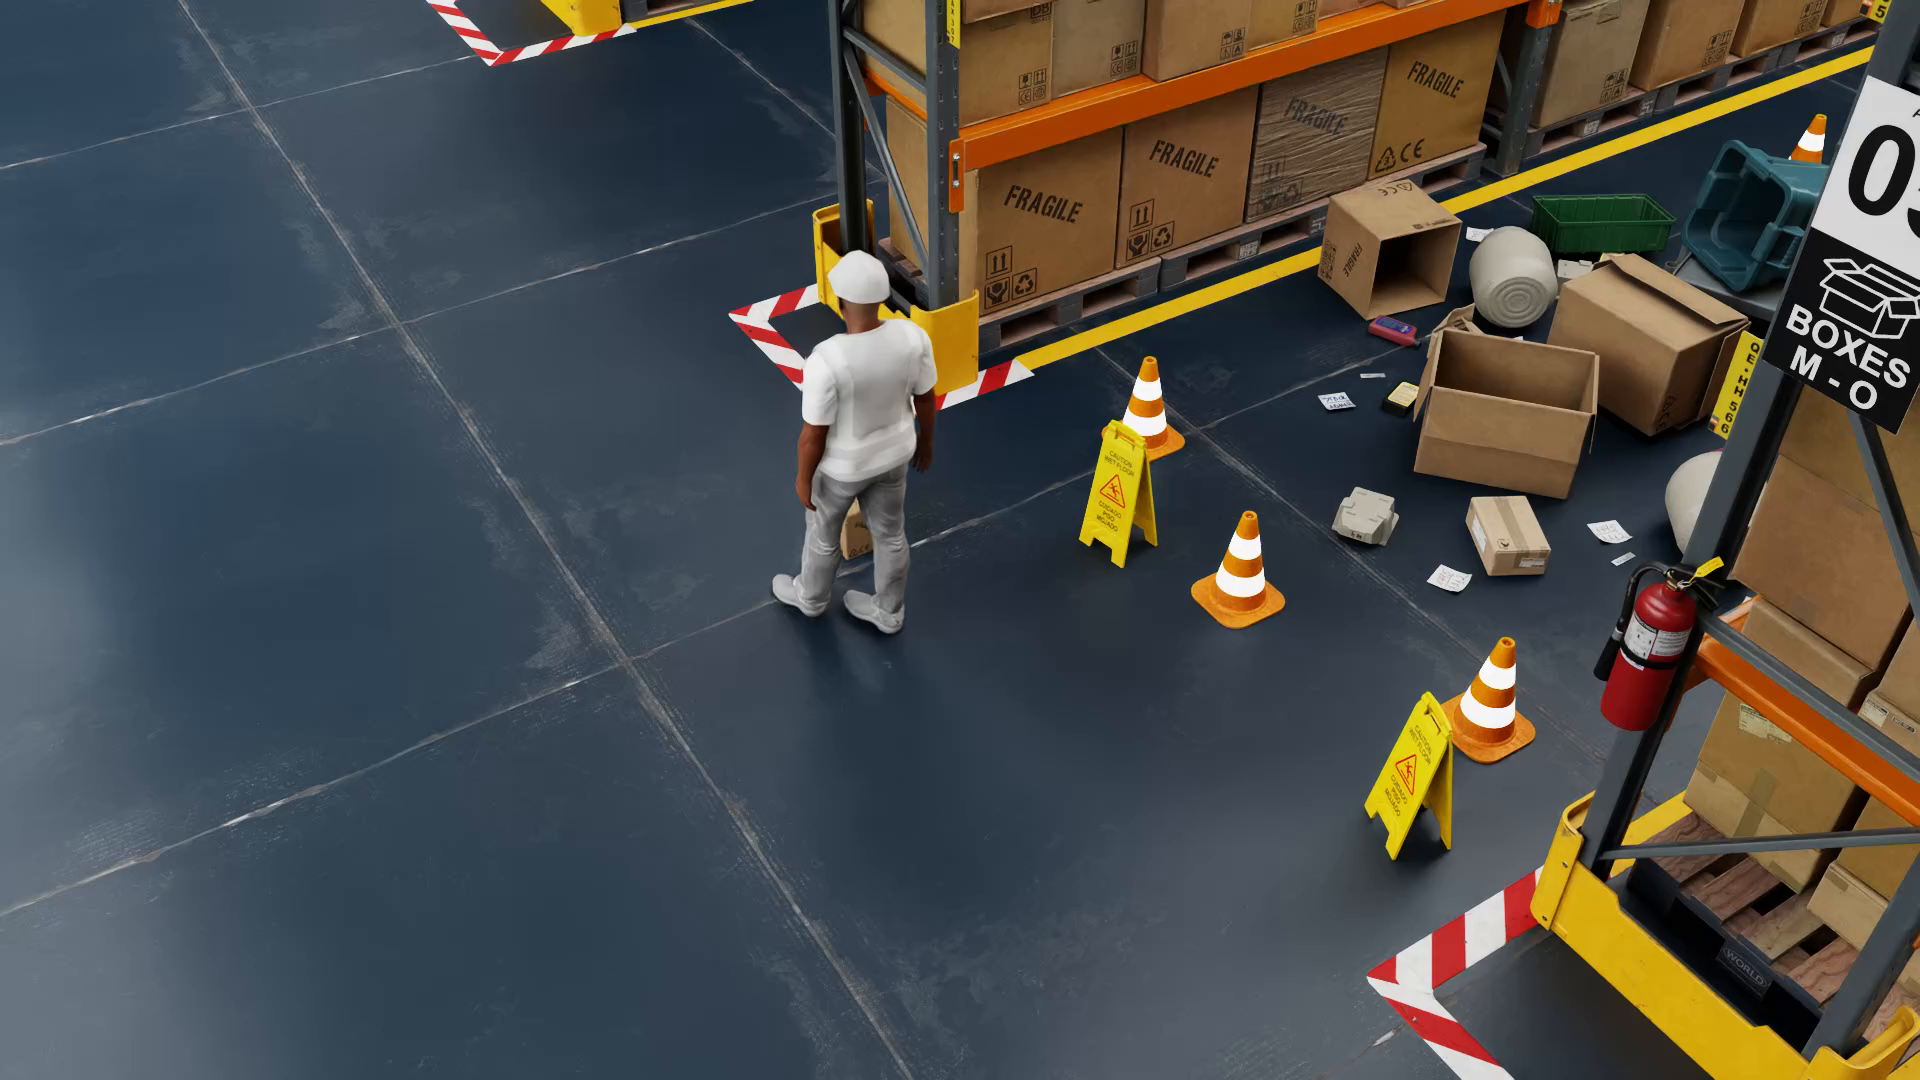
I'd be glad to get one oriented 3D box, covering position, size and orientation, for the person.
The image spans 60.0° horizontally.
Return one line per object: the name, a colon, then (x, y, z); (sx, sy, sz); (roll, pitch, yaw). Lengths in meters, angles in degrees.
person: (-0.443, -0.403, 6.600); (0.596, 1.768, 0.585); (-22, 45, -24)
